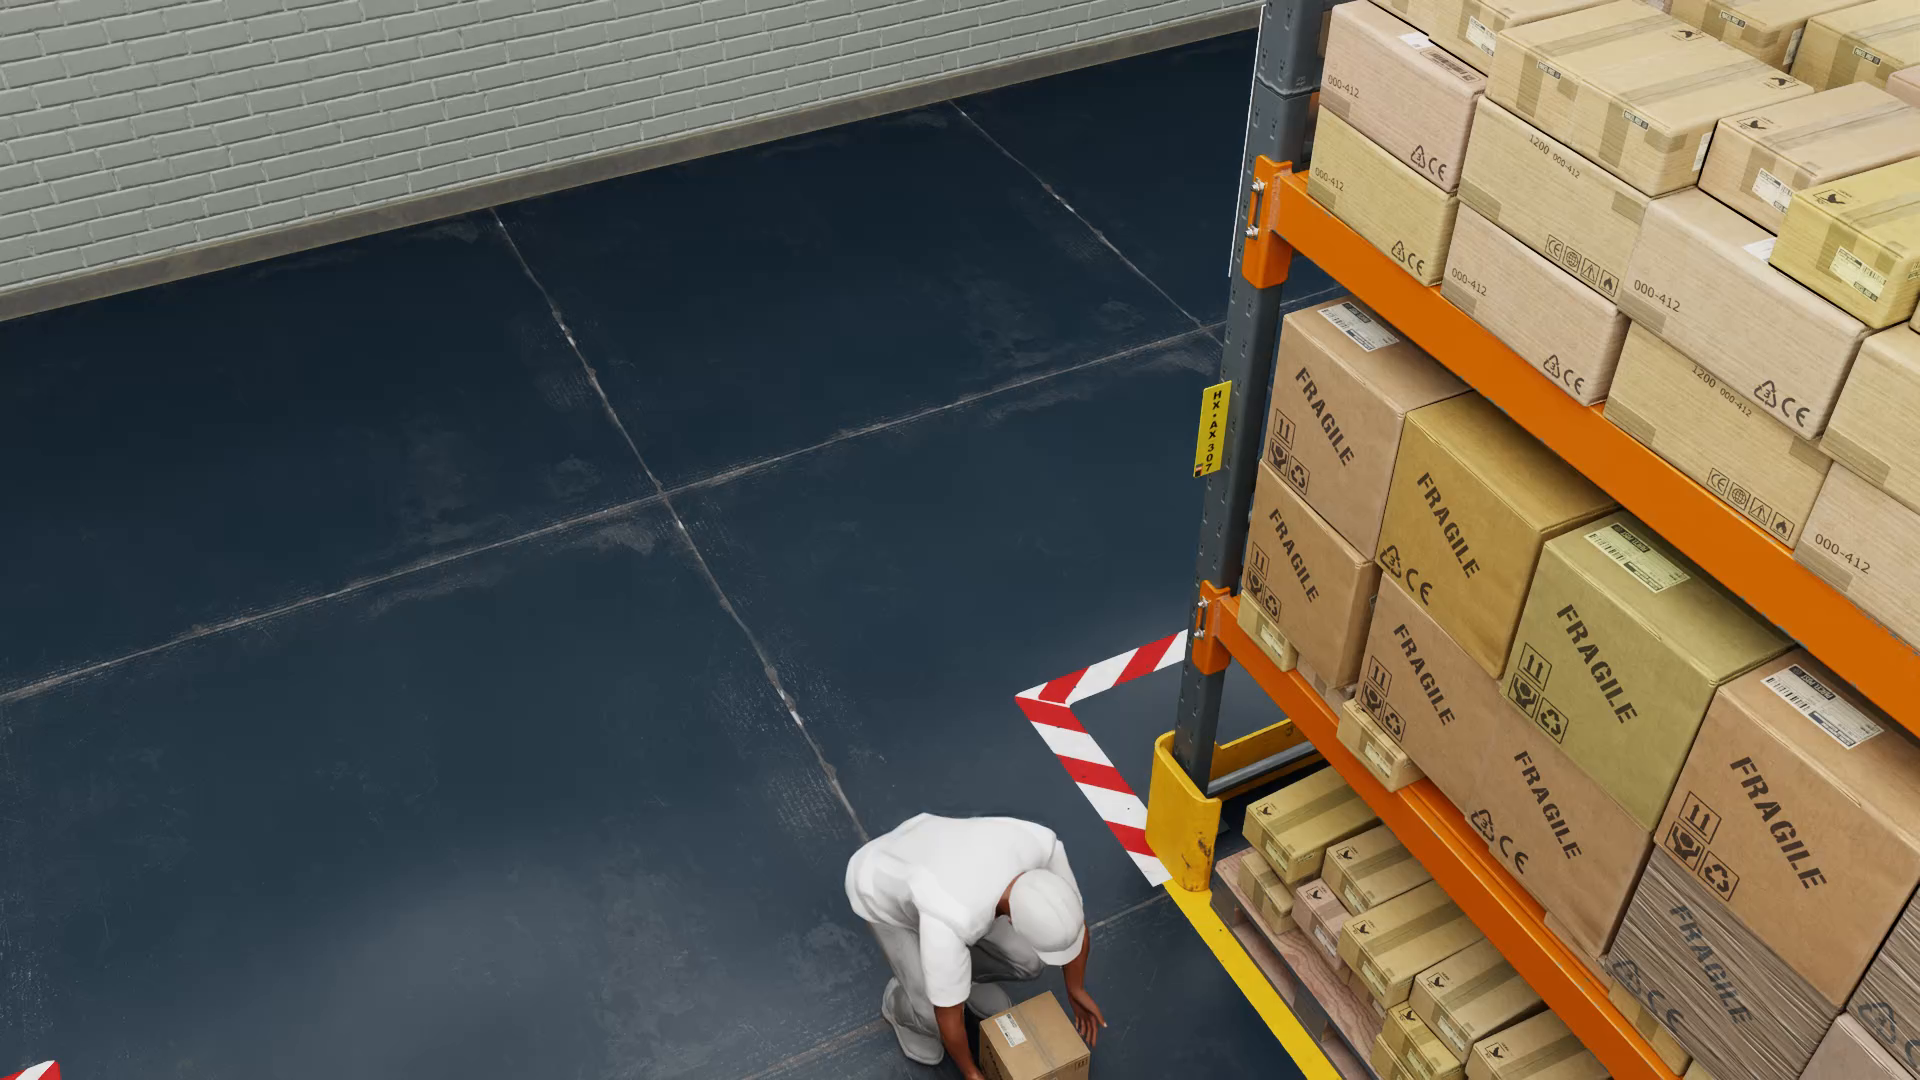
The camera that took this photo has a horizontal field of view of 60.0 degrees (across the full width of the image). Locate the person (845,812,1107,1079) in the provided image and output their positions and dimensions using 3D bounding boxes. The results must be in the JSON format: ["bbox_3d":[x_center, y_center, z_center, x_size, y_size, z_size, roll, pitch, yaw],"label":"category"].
[{"bbox_3d":[0.046,1.229,5.245,0.599,1.091,0.862,-26,47,-27],"label":"person"}]
